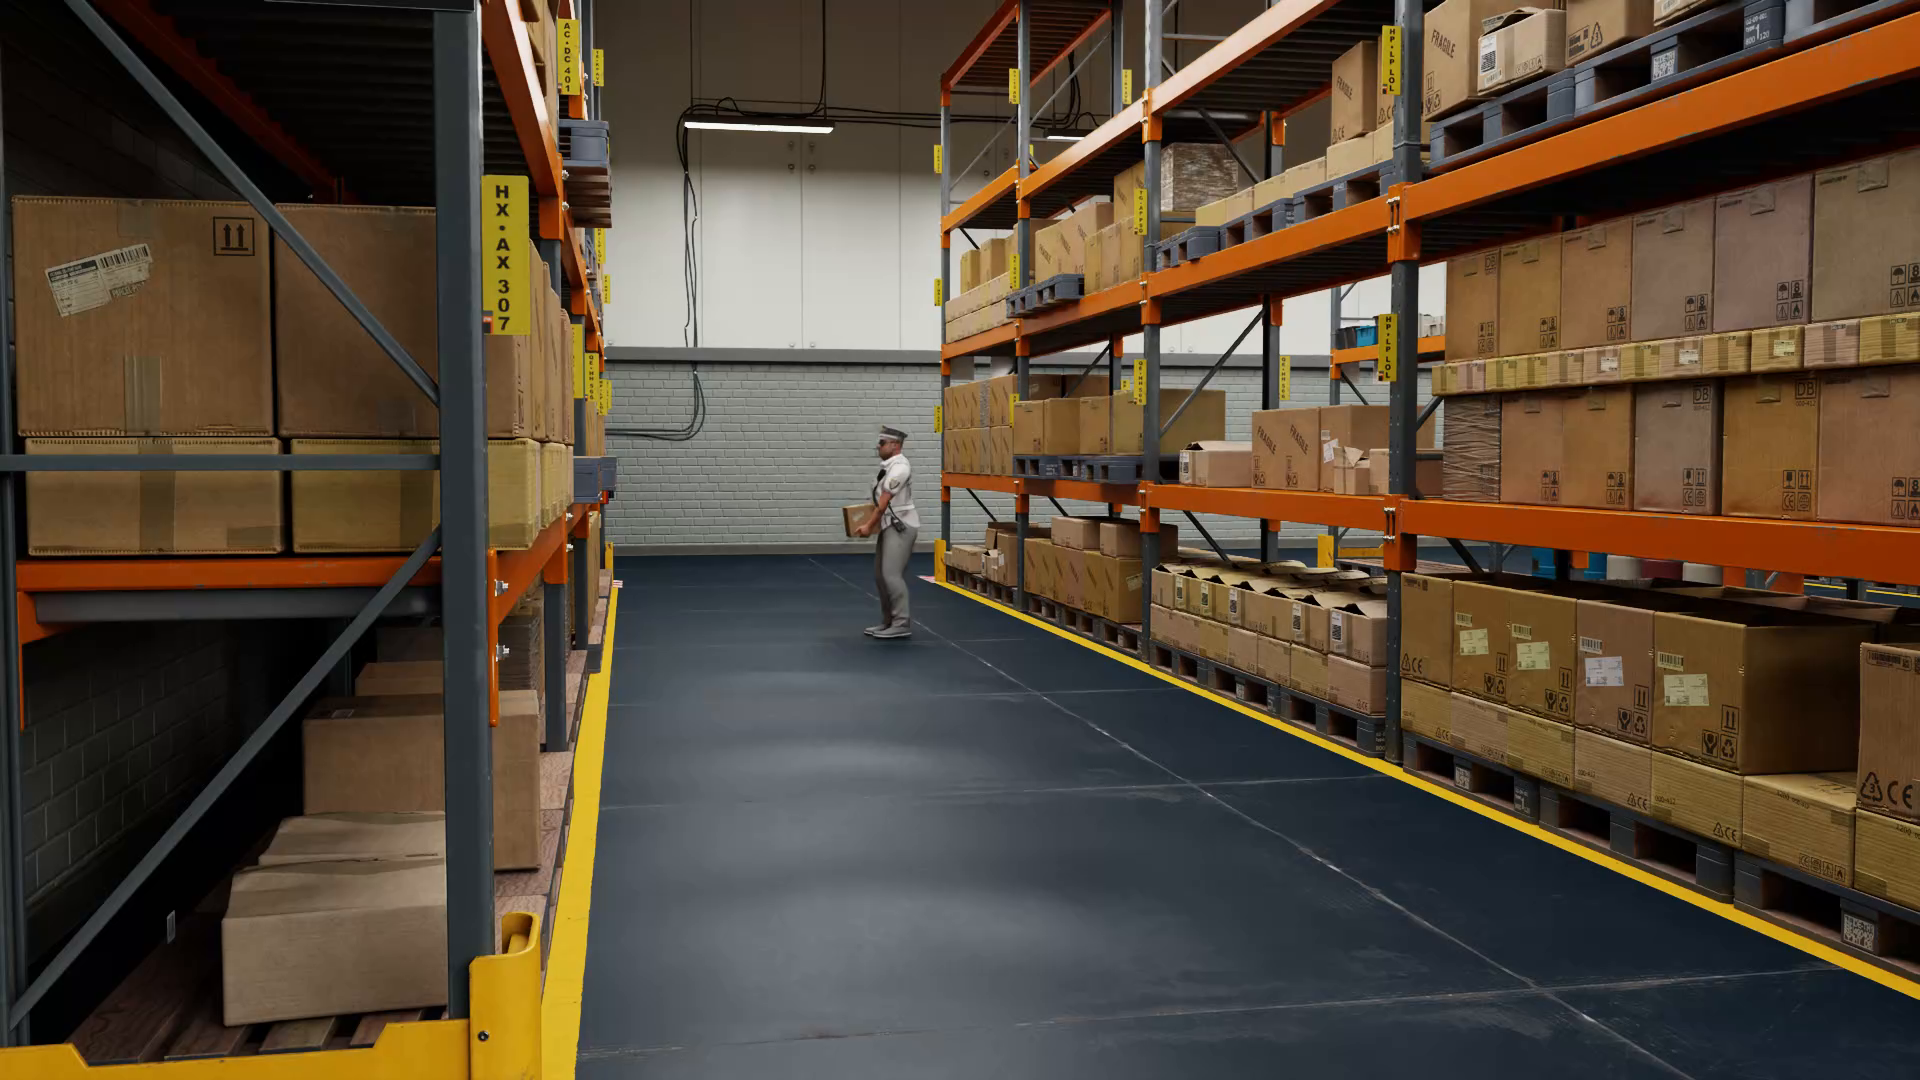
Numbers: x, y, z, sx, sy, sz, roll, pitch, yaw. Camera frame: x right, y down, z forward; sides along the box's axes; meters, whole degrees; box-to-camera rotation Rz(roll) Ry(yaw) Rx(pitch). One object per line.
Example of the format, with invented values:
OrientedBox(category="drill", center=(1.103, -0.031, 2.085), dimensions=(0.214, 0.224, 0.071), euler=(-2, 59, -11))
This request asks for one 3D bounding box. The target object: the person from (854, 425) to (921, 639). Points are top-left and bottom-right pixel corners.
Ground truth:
OrientedBox(category="person", center=(-0.621, -0.073, 13.846), dimensions=(0.570, 1.768, 0.490), euler=(-1, 3, -12))
